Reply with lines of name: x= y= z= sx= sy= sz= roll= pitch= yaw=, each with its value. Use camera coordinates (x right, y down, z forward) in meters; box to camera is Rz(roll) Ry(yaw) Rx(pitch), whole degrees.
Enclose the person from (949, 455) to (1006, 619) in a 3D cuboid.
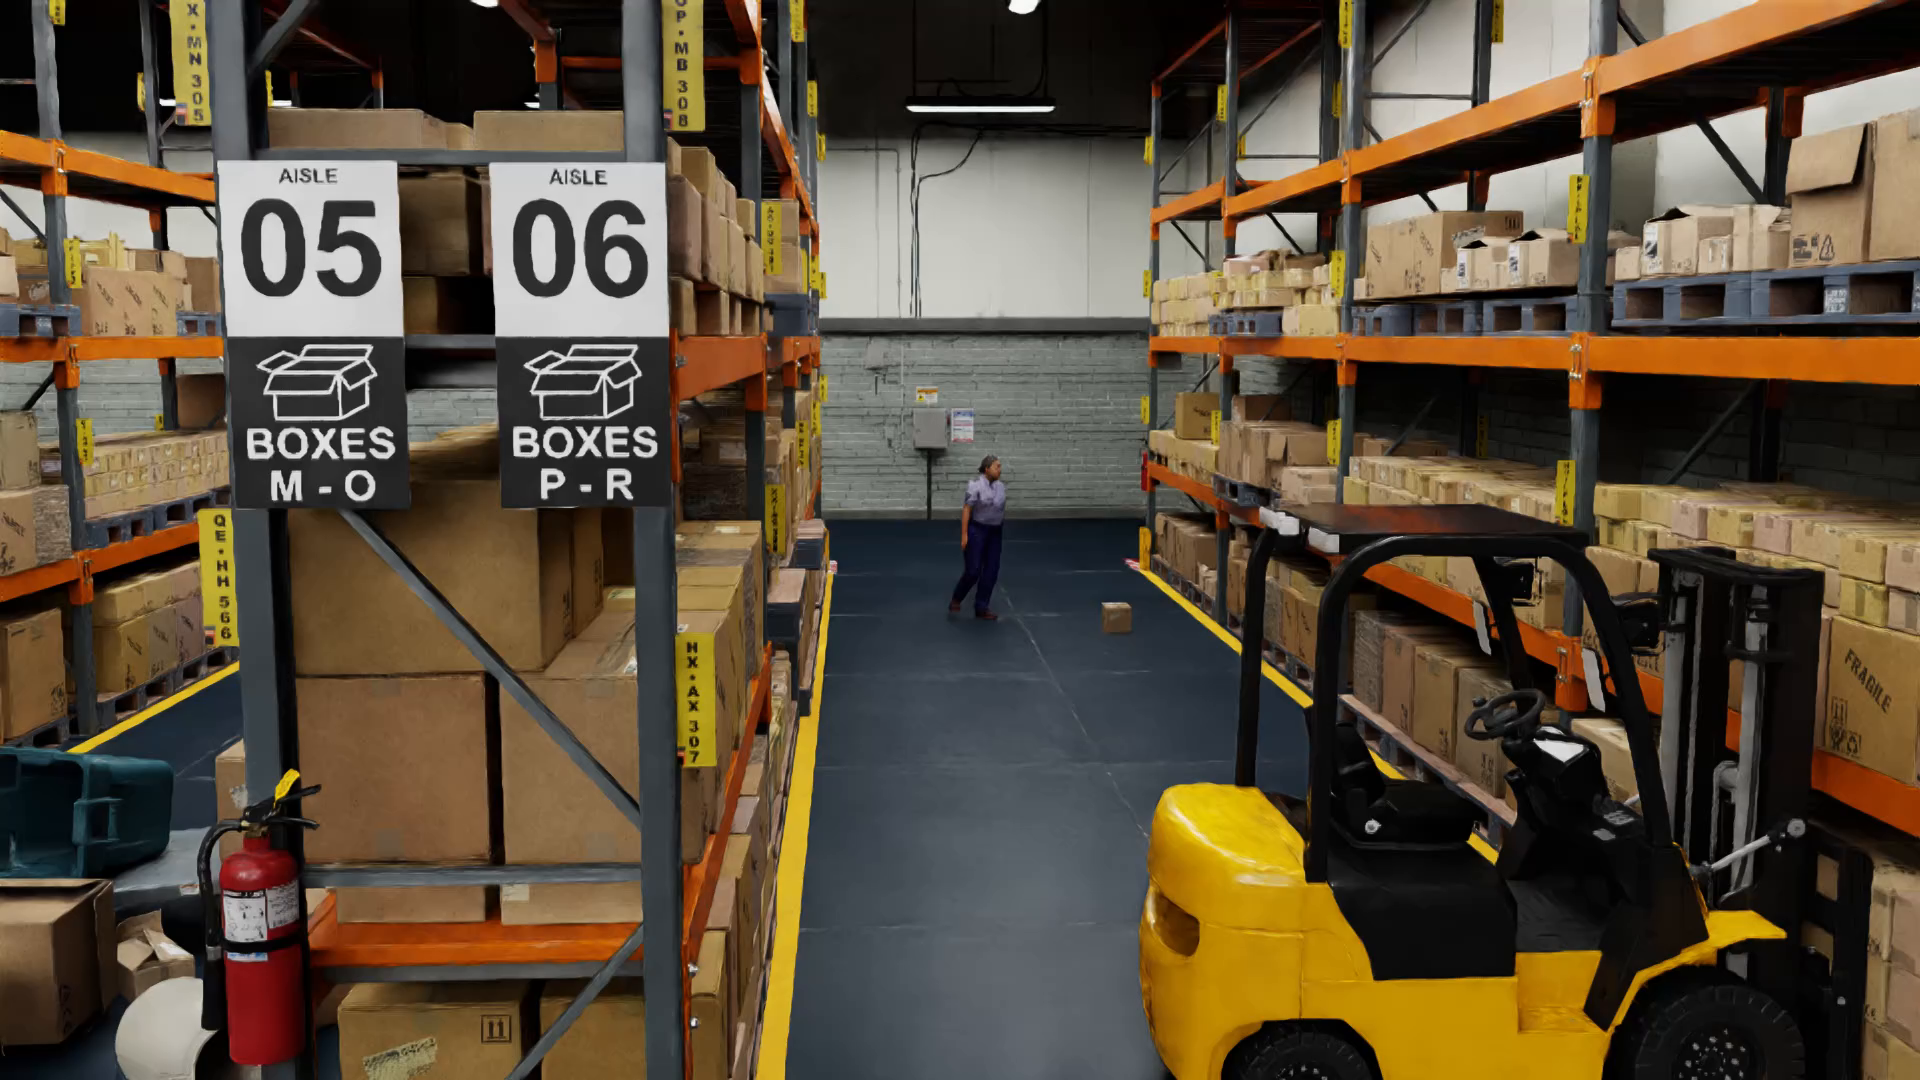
person: x=0.177 y=-0.032 z=16.634 sx=0.556 sy=1.626 sz=0.530 roll=-6 pitch=9 yaw=-39
